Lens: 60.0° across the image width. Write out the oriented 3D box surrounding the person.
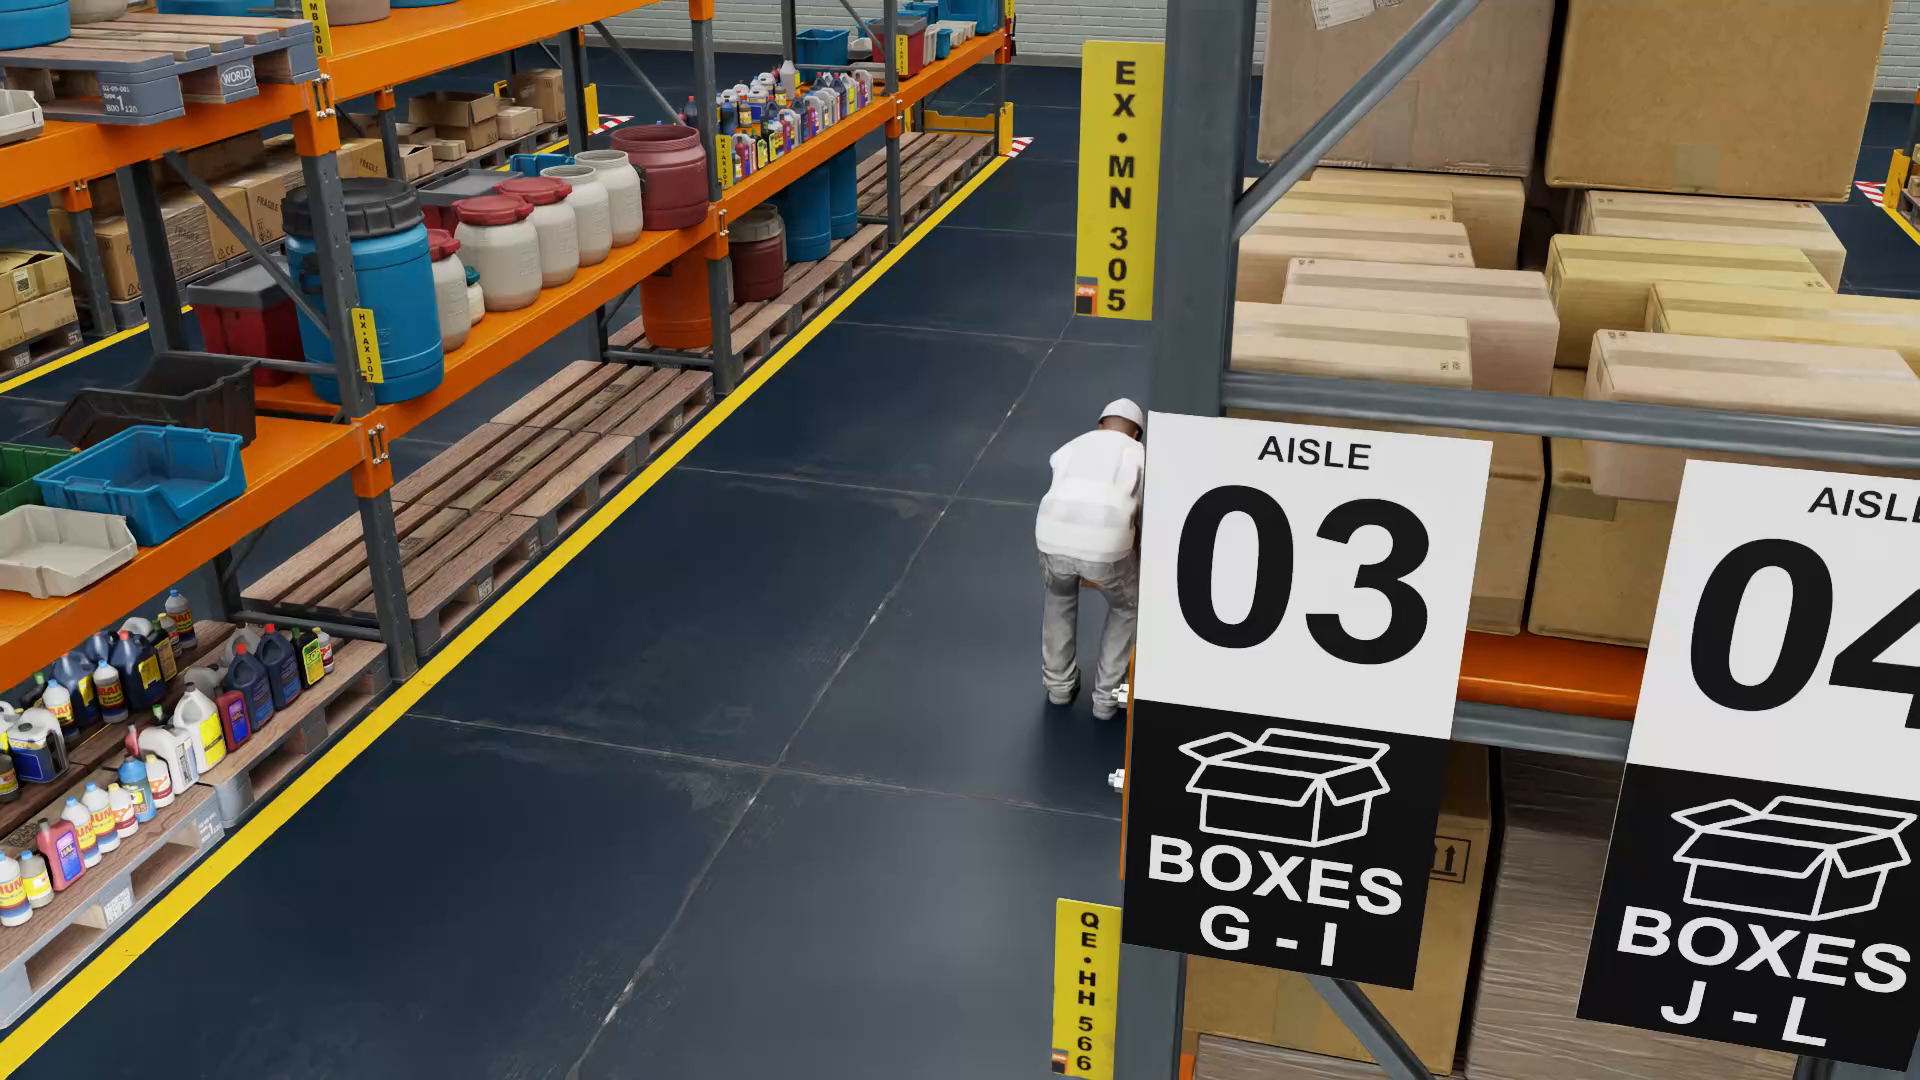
[{"bbox_3d":[0.626,0.080,7.521,0.513,1.264,0.946,9,26,18],"label":"person"}]
